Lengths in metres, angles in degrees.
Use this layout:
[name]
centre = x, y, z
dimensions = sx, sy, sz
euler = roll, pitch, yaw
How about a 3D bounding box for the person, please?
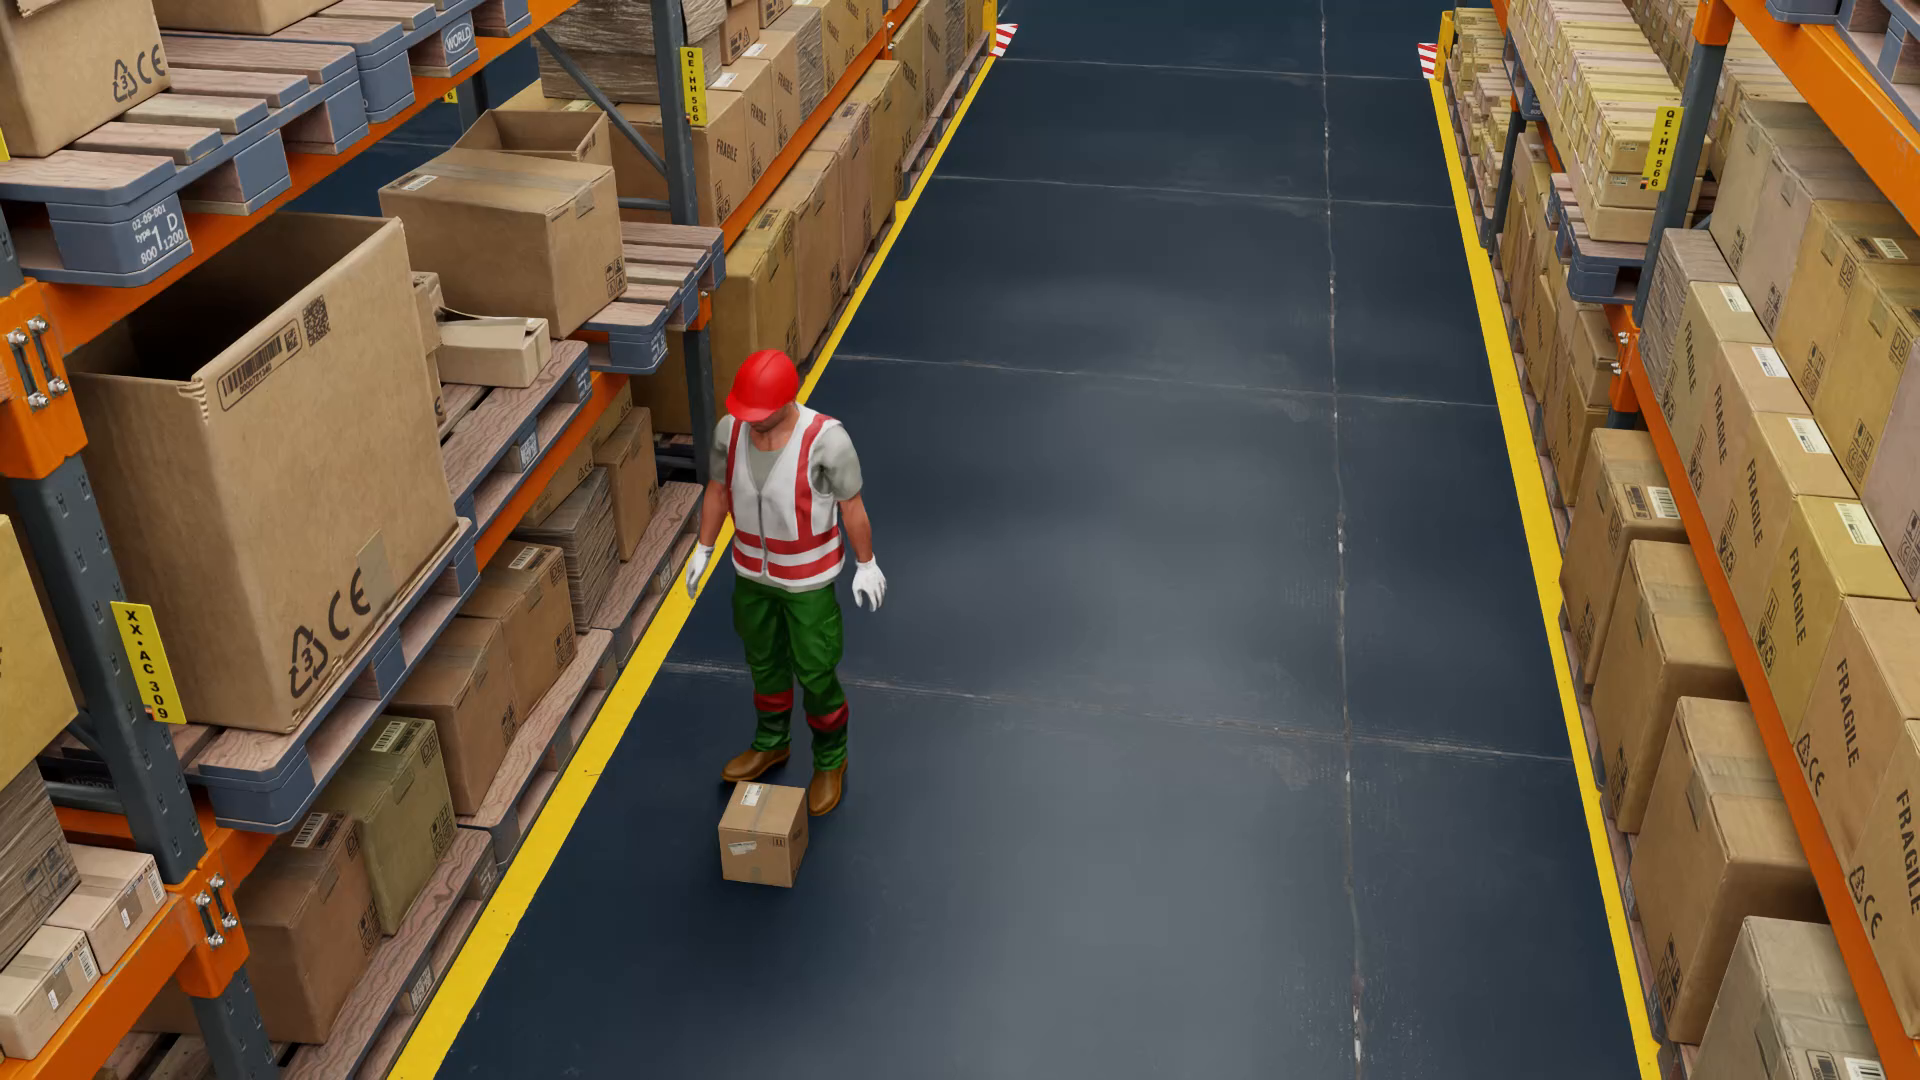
[person]
centre = -0.645, 0.136, 5.889
dimensions = 0.695, 1.820, 0.389
euler = 14, 35, 22
